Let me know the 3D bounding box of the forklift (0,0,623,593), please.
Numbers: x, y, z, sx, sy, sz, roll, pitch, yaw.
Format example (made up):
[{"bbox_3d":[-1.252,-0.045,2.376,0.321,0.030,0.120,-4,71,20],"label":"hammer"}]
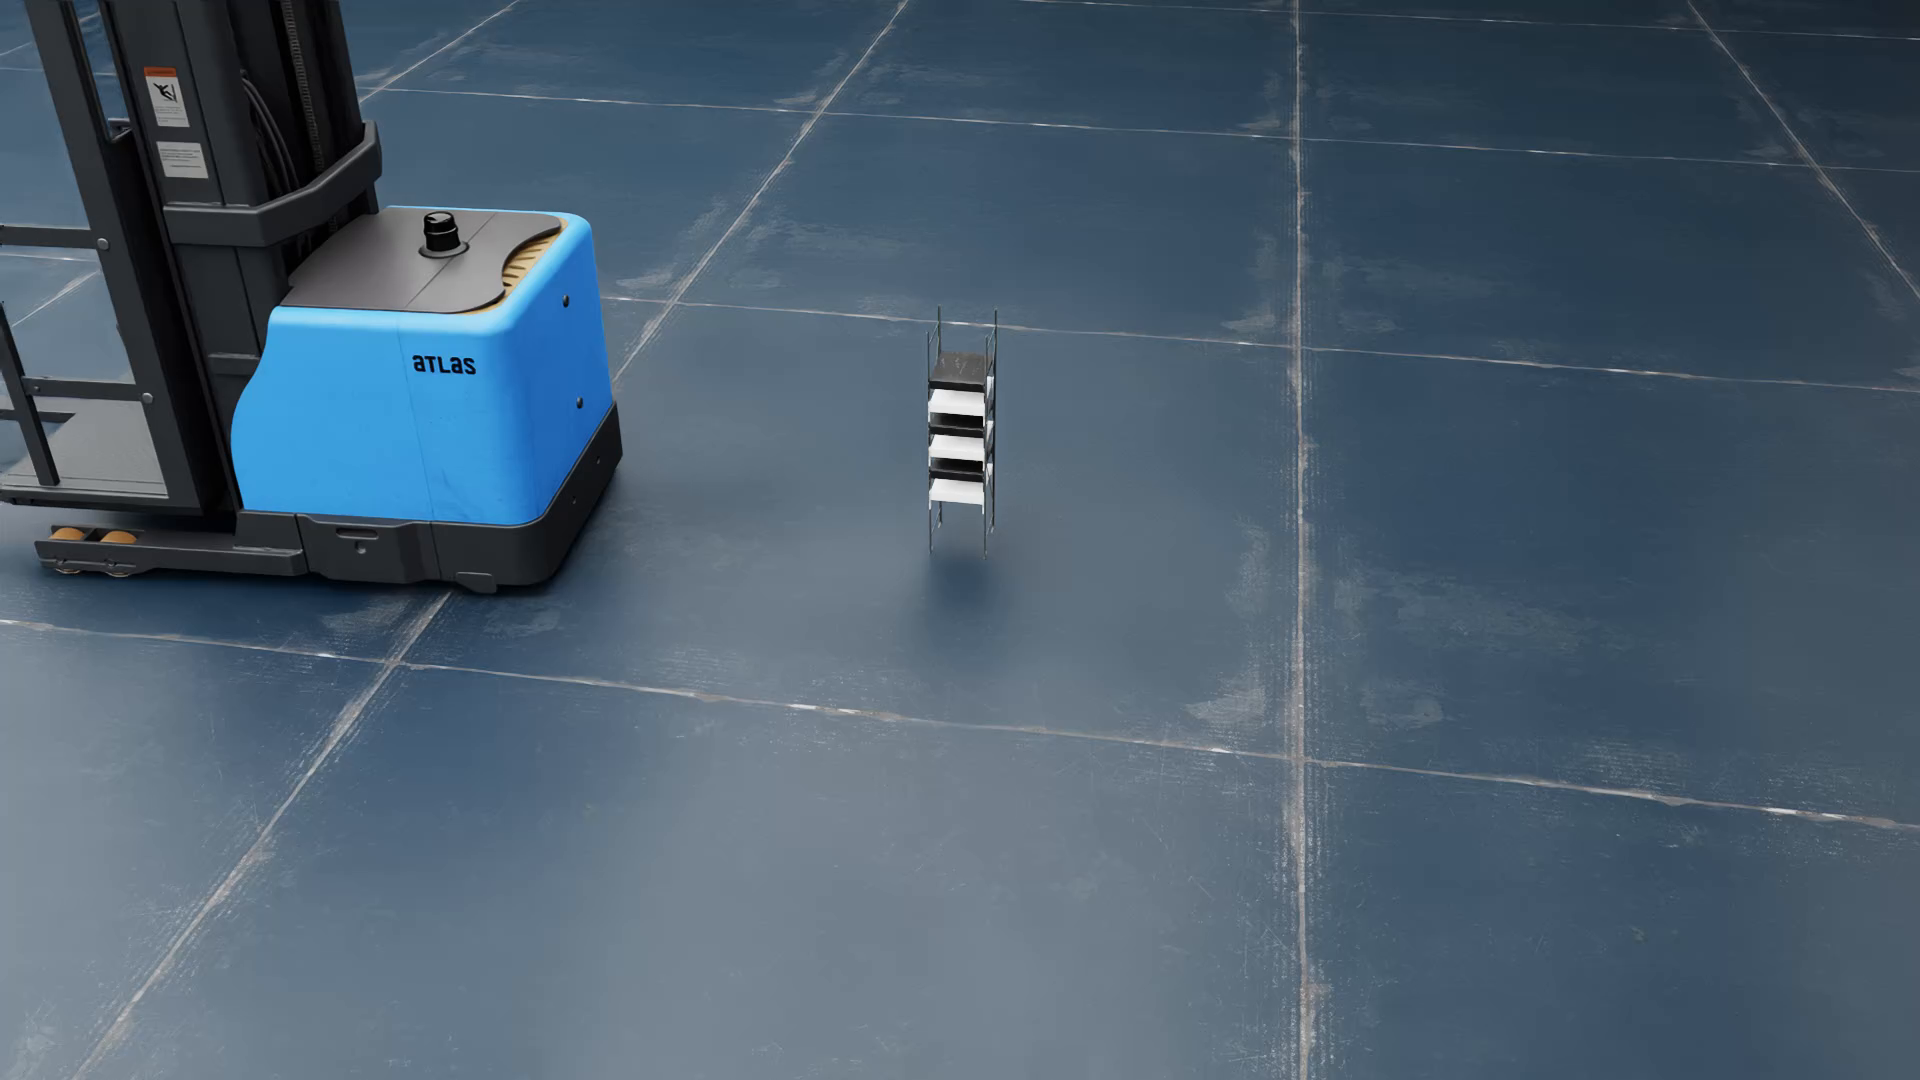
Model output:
[{"bbox_3d":[-2.902,-1.381,5.694,3.031,2.935,1.130,3,32,5],"label":"forklift"}]

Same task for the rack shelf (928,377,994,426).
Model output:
[{"bbox_3d":[0.008,-0.505,5.932,0.200,0.077,0.258,5,32,8],"label":"rack shelf"}]

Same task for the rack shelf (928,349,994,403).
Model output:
[{"bbox_3d":[0.008,-0.581,5.884,0.200,0.077,0.258,5,32,8],"label":"rack shelf"}]

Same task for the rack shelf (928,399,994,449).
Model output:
[{"bbox_3d":[0.008,-0.429,5.980,0.200,0.077,0.258,5,32,8],"label":"rack shelf"}]

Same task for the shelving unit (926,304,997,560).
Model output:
[{"bbox_3d":[0.008,-0.381,6.010,0.210,0.900,0.258,5,32,8],"label":"shelving unit"}]

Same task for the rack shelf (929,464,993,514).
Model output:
[{"bbox_3d":[0.008,-0.200,6.123,0.200,0.077,0.258,5,32,8],"label":"rack shelf"}]

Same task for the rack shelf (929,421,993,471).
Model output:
[{"bbox_3d":[0.008,-0.352,6.028,0.200,0.077,0.258,5,32,8],"label":"rack shelf"}]

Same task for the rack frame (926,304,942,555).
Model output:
[{"bbox_3d":[-0.092,-0.390,6.025,0.006,0.900,0.240,5,32,8],"label":"rack frame"}]

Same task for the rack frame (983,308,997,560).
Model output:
[{"bbox_3d":[0.108,-0.372,5.996,0.006,0.900,0.240,5,32,8],"label":"rack frame"}]

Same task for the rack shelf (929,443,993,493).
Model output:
[{"bbox_3d":[0.008,-0.276,6.076,0.200,0.077,0.258,5,32,8],"label":"rack shelf"}]
